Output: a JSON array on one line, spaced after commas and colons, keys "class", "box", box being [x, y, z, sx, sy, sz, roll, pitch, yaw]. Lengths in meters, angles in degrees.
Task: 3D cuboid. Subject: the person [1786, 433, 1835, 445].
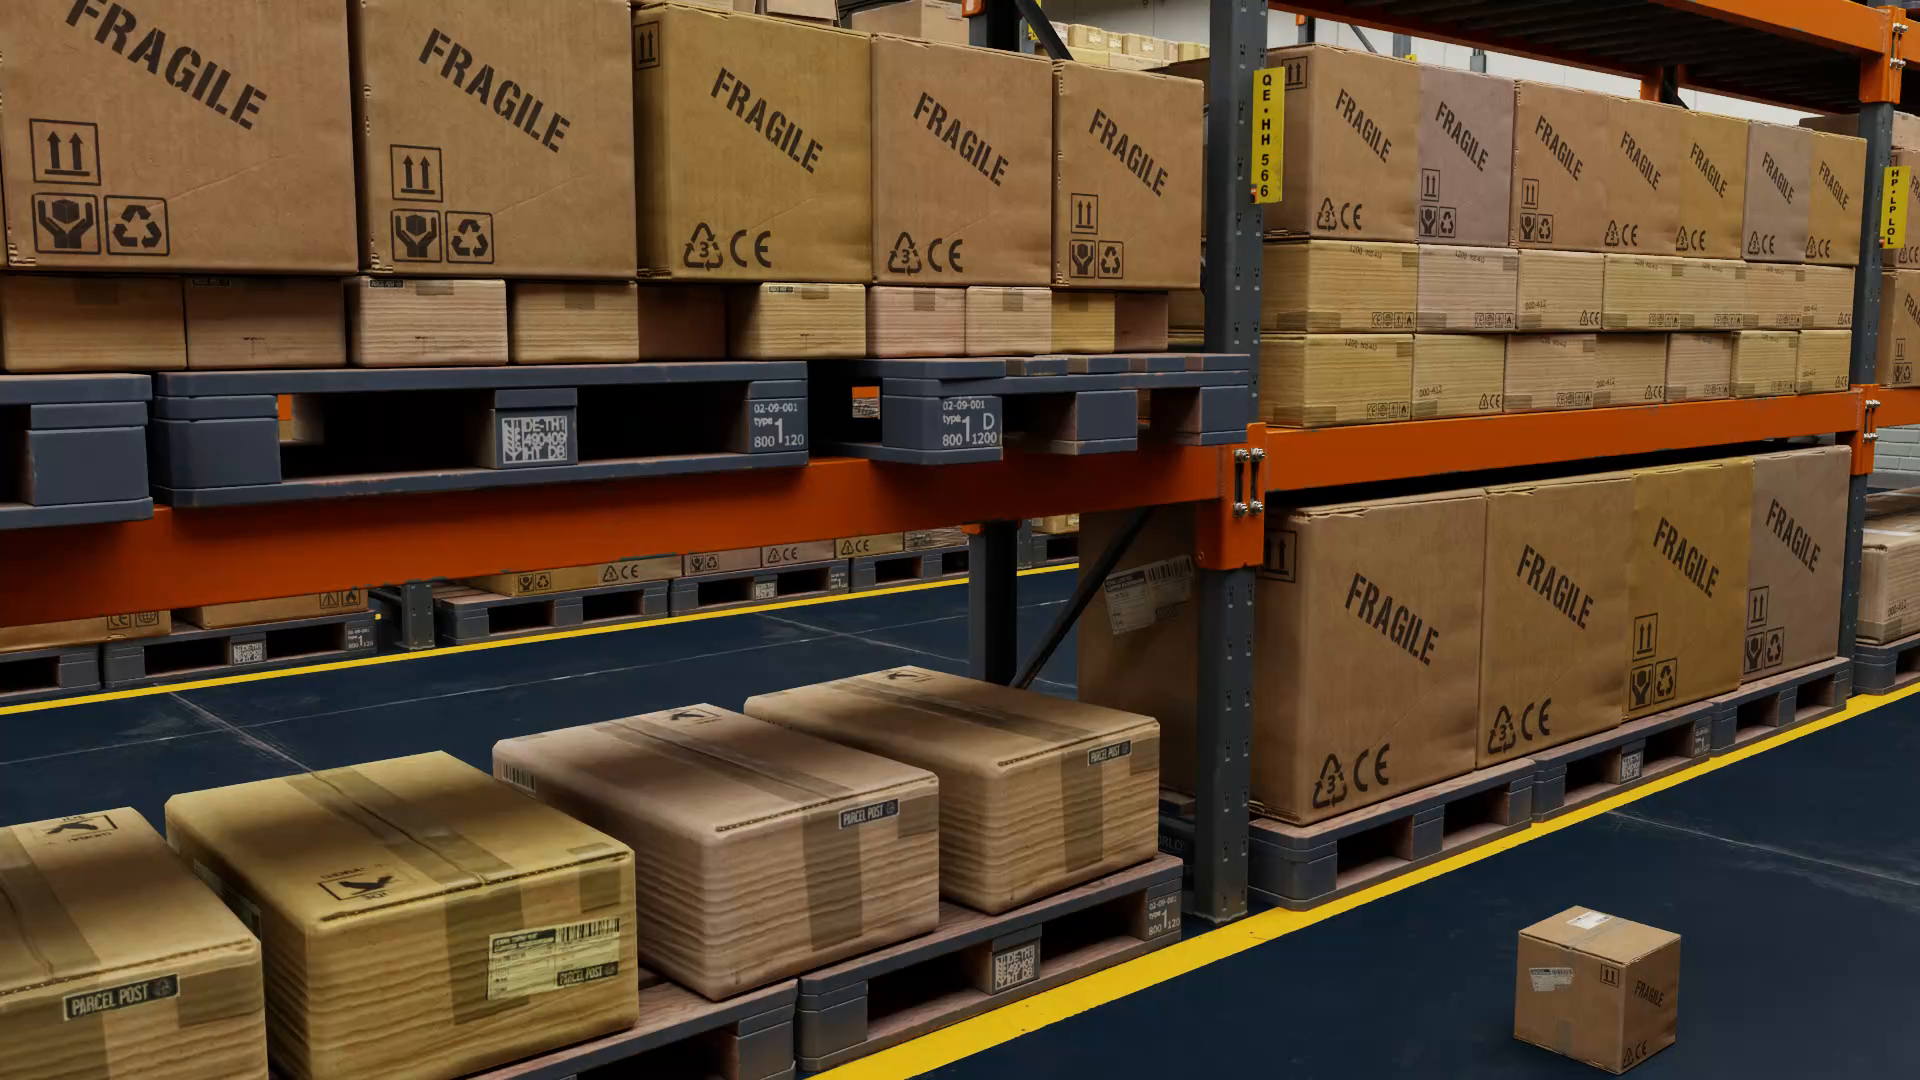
[{"class": "person", "box": [5.793, -0.734, 11.202, 0.457, 1.666, 0.526, -6, 10, -39]}]
